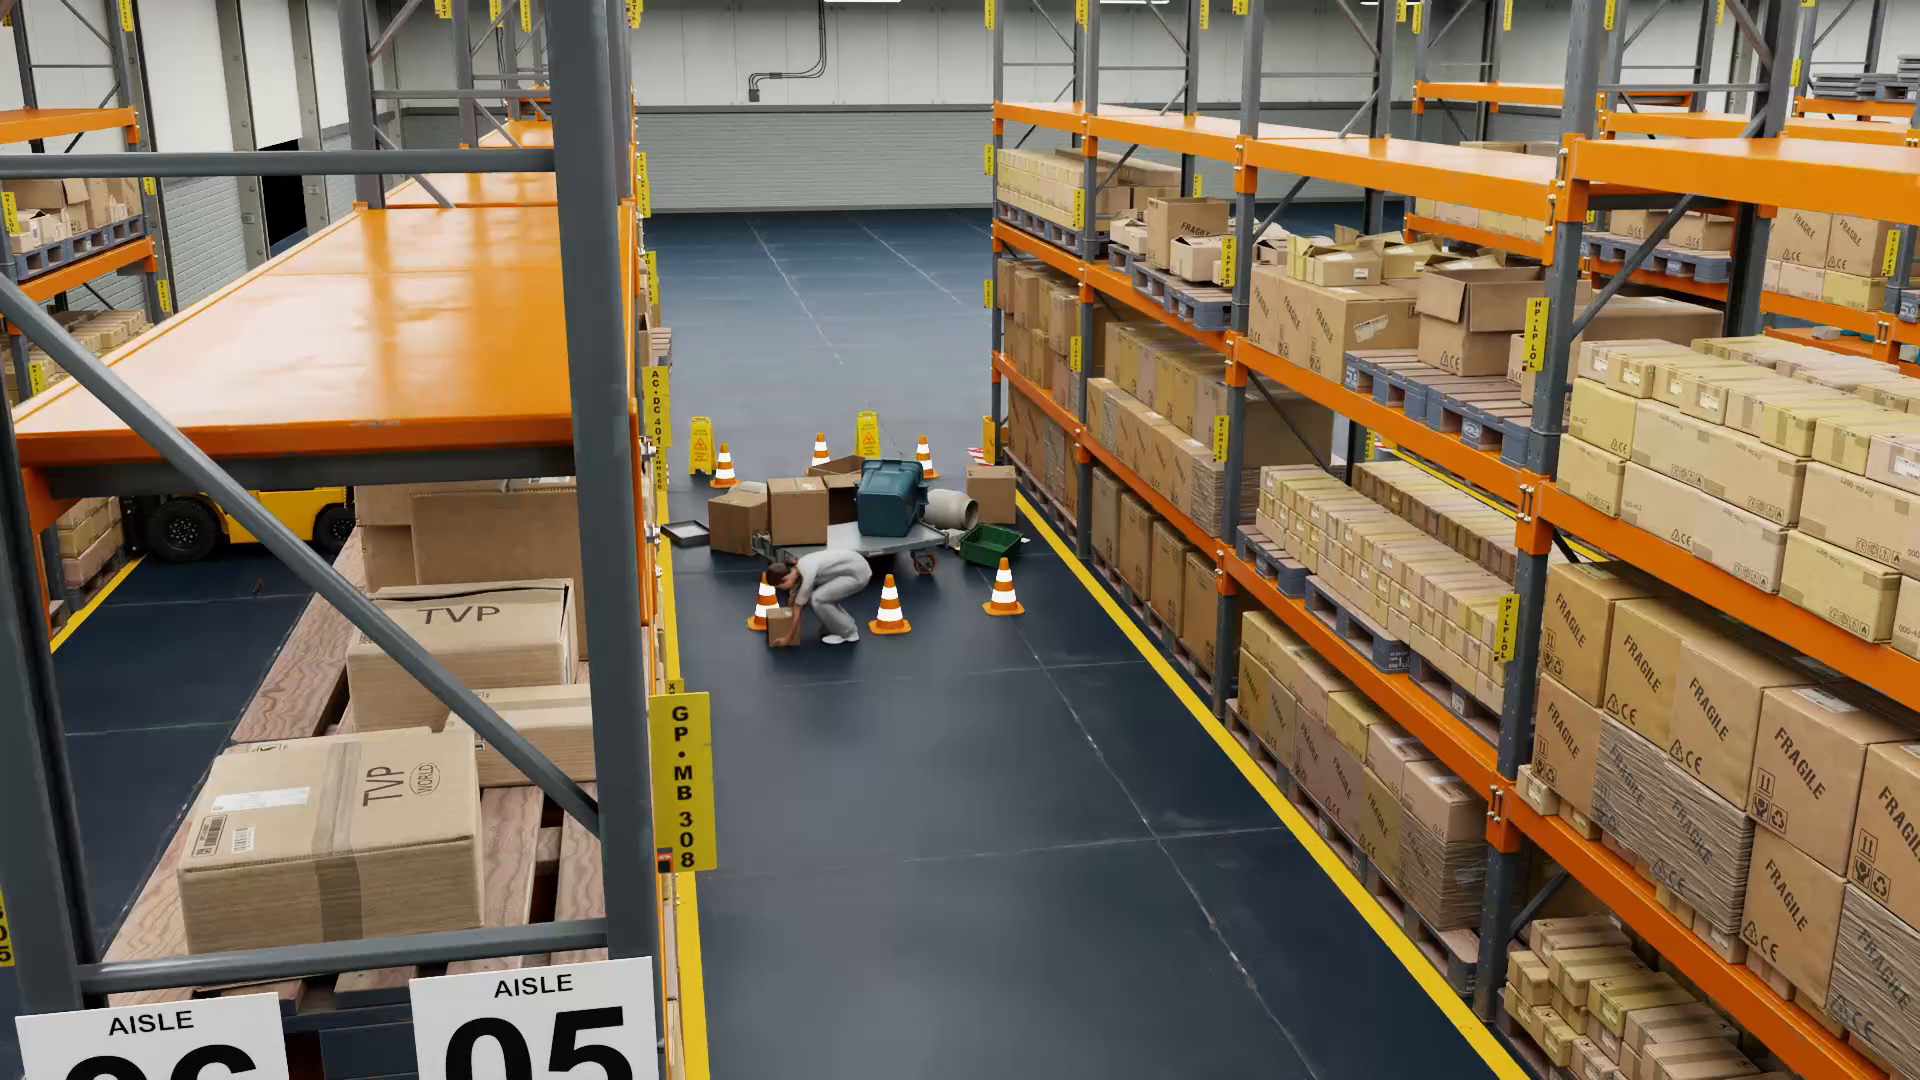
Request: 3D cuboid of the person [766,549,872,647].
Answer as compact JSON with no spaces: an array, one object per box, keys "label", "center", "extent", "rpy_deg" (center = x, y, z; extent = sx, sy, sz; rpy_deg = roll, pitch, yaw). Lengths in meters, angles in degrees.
[{"label":"person","center":[-1.153,0.474,13.630],"extent":[0.867,0.766,0.462],"rpy_deg":[-4,17,-12]}]
